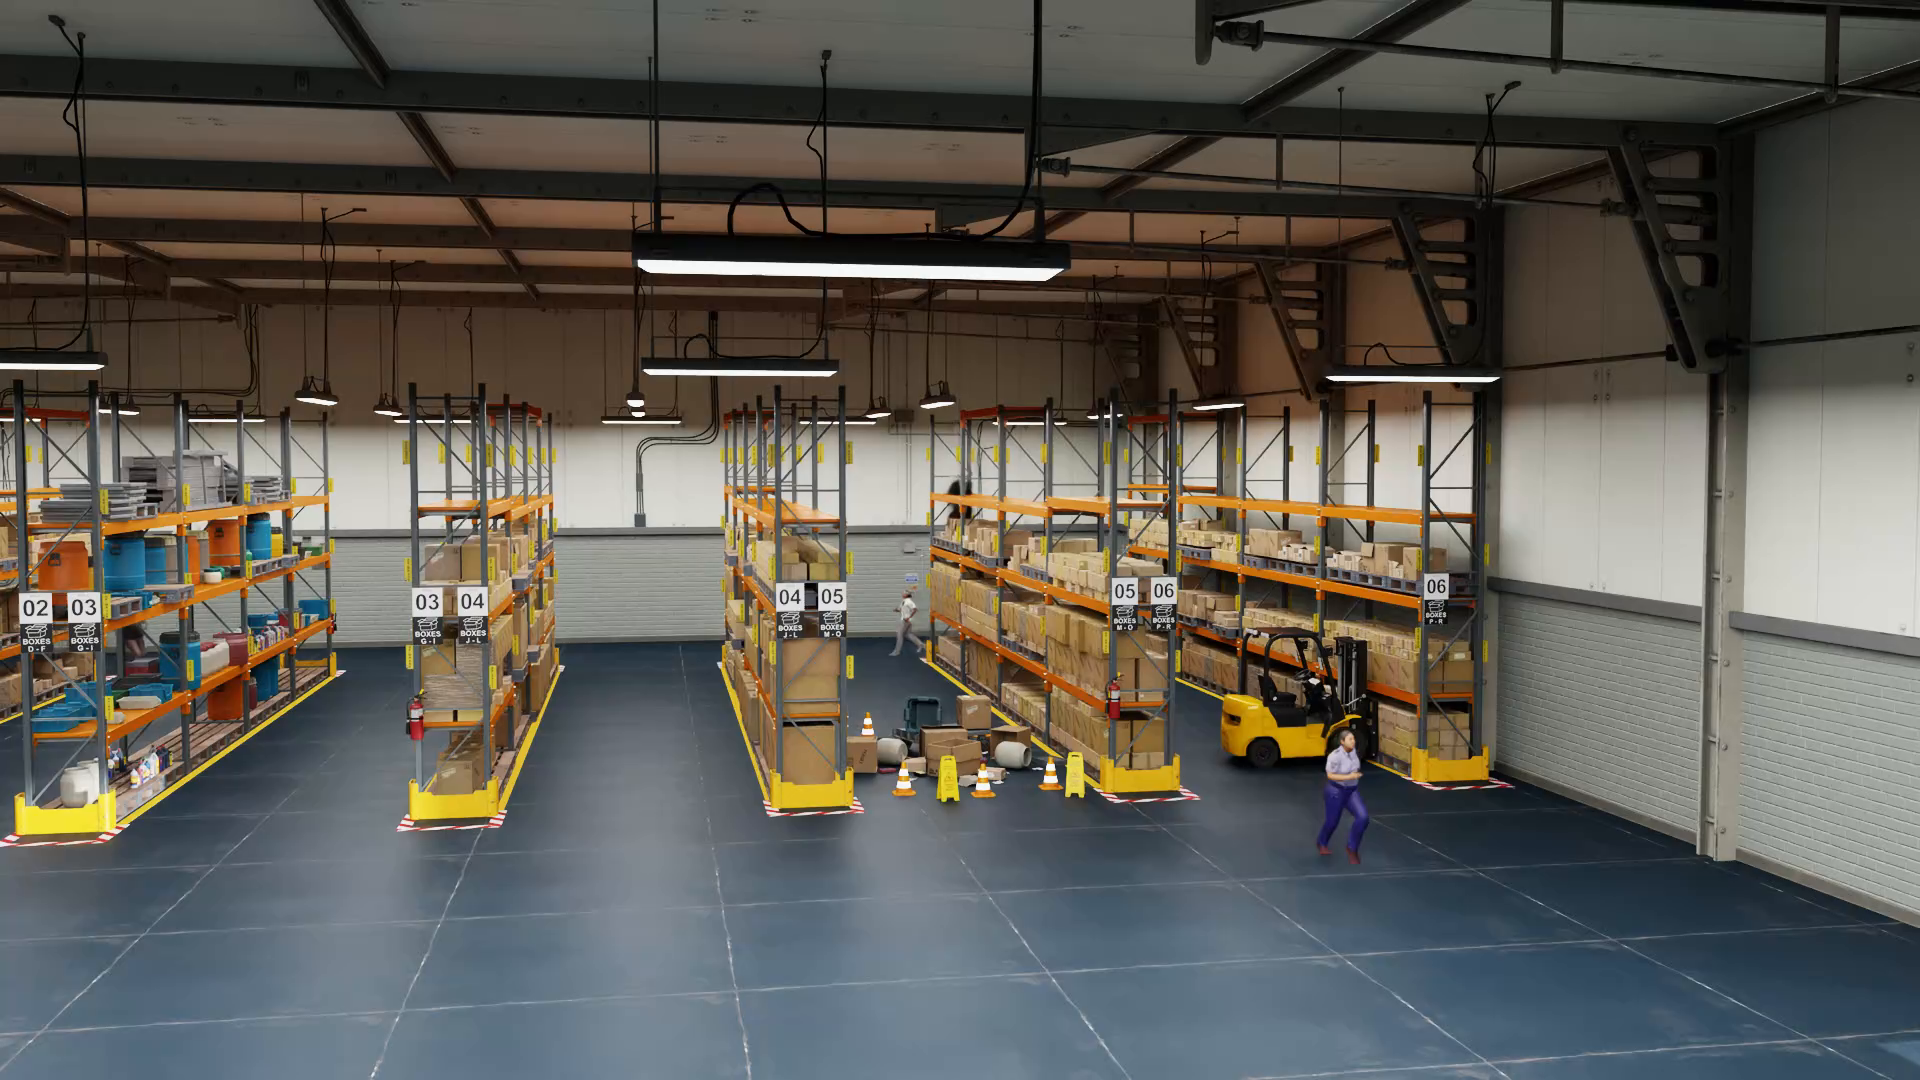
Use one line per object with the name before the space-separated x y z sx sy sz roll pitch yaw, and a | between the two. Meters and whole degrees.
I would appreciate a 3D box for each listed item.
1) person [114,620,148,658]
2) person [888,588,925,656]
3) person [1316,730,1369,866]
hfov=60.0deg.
person | -18.701 2.248 37.587 0.932 1.680 0.715 3 4 44
person | -1.320 2.036 41.428 0.938 1.685 0.575 0 3 -5
person | 4.691 3.243 20.472 0.627 1.494 0.817 -2 3 -30
